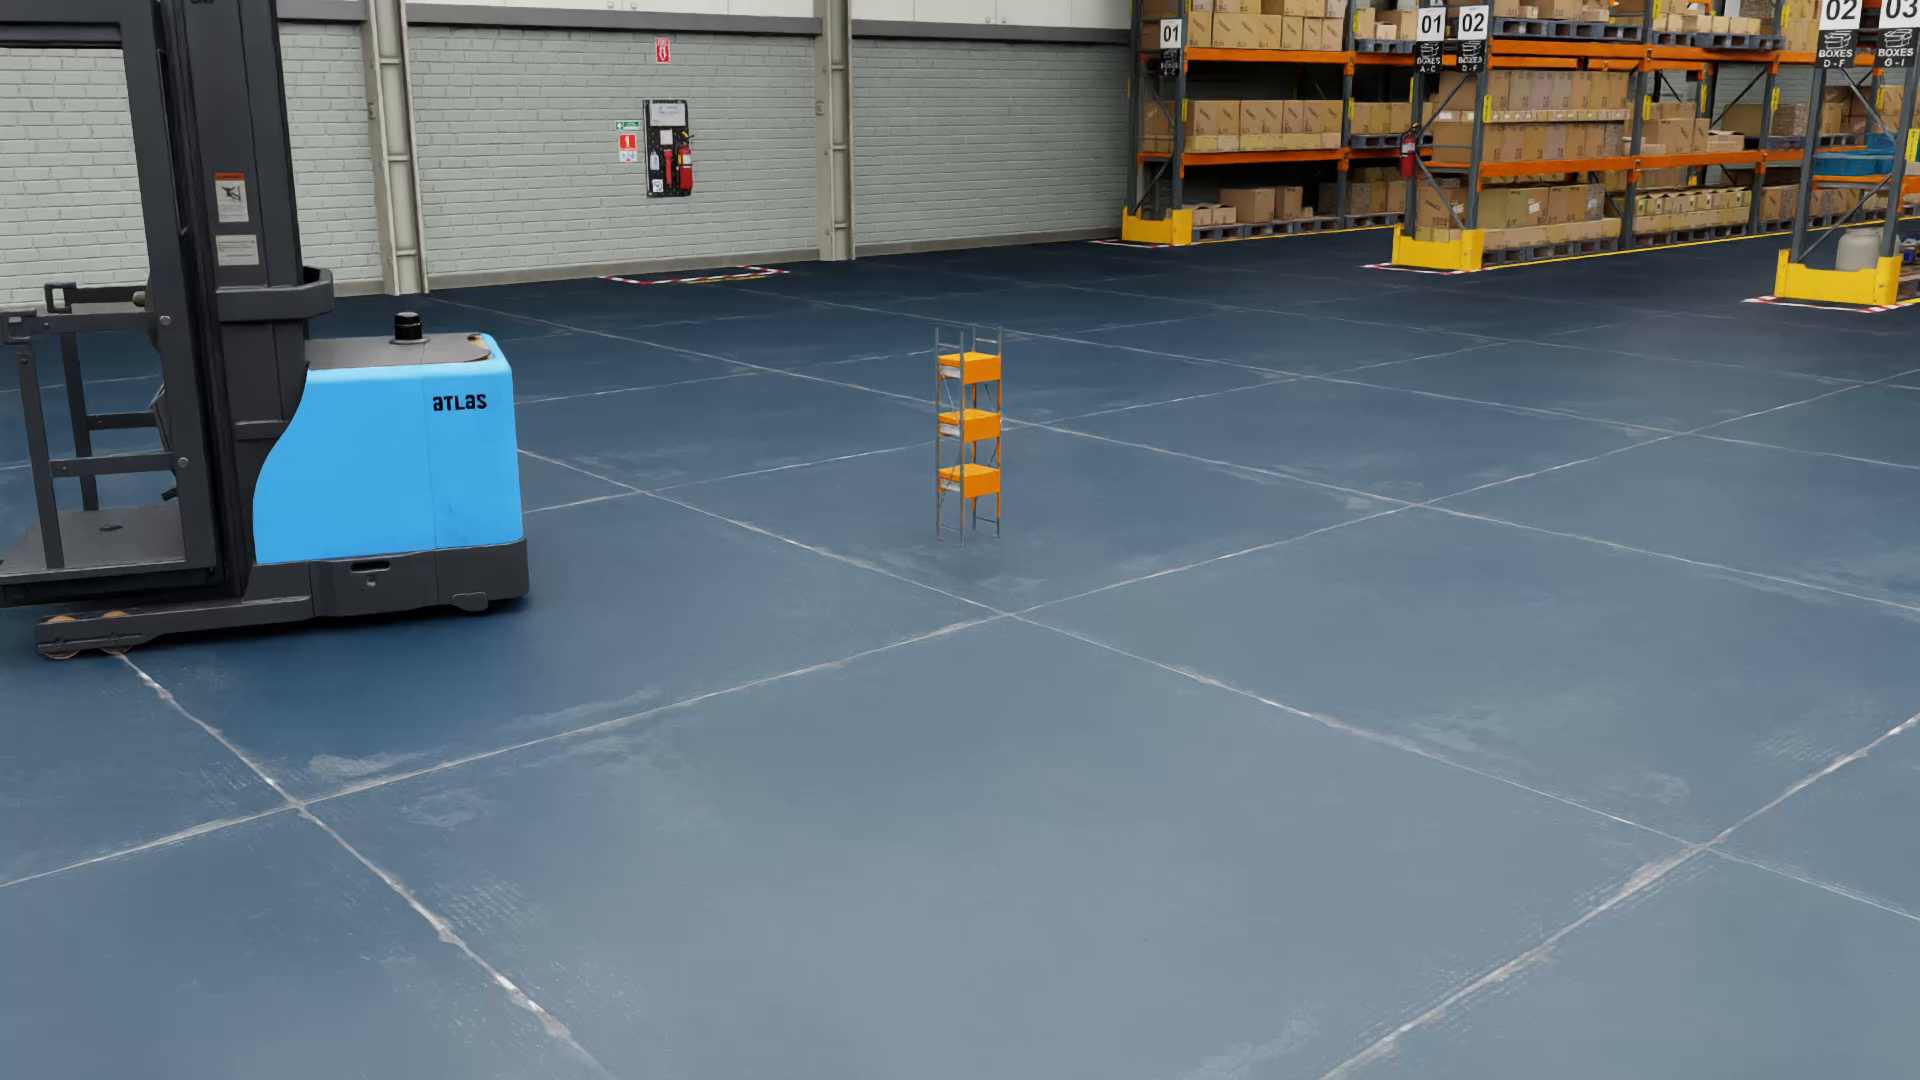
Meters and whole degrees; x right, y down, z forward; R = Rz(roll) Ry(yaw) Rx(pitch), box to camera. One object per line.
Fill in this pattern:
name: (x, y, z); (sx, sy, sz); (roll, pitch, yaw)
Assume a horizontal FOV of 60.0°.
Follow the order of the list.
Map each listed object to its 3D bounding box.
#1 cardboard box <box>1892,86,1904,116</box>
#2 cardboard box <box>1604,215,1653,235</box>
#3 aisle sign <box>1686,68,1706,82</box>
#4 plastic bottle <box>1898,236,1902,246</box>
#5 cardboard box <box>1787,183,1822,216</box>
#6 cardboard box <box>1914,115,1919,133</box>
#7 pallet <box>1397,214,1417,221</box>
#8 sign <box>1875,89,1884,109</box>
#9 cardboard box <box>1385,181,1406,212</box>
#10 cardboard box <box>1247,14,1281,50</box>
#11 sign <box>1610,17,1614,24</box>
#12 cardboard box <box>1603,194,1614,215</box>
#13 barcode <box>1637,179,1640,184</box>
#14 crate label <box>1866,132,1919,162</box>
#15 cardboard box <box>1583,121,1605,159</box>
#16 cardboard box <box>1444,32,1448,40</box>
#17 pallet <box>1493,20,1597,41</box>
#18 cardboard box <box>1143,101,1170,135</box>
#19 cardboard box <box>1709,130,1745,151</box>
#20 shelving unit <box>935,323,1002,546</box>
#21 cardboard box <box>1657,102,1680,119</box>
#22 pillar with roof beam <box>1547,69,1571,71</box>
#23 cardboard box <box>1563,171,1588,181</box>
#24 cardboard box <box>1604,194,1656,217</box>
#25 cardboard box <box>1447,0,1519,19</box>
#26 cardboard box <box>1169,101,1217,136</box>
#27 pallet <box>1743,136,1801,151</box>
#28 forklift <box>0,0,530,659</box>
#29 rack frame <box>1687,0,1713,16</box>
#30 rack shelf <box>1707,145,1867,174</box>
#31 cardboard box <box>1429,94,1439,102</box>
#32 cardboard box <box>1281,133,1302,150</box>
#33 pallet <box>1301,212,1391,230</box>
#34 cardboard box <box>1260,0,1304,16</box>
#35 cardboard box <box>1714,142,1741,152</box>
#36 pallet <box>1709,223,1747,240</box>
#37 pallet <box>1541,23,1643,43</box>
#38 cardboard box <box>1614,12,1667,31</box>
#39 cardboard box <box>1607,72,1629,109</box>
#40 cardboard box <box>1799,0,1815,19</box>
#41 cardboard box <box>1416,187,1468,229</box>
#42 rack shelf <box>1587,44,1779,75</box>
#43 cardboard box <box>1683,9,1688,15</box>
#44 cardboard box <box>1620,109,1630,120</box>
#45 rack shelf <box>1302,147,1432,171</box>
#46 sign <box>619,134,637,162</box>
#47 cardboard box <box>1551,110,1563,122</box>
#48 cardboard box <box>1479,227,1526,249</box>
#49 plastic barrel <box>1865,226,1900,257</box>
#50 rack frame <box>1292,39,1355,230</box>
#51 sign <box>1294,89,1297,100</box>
cardboard box: (16.146, -7.666, 29.007); (0.500, 0.500, 0.500); (-13, 20, -41)
cardboard box: (9.649, -4.562, 24.030); (0.500, 0.250, 0.500); (-13, 20, -41)
aisle sign: (15.232, -9.874, 34.364); (0.004, 0.787, 0.394); (-13, 19, -39)
plastic bottle: (11.087, -3.475, 19.728); (0.185, 0.351, 0.144); (-13, 20, -40)
cardboard box: (13.894, -5.634, 27.522); (0.500, 0.500, 0.500); (-14, 20, -41)
cardboard box: (16.926, -7.362, 29.806); (0.500, 0.500, 0.500); (-13, 20, -40)
pallet: (8.355, -5.829, 29.664); (1.213, 0.211, 1.003); (-13, 19, -39)
sign: (15.584, -7.474, 28.176); (0.005, 0.325, 0.100); (-13, 19, -39)
cardboard box: (7.240, -5.940, 28.665); (0.500, 0.500, 0.700); (-12, 19, -39)
cardboard box: (4.534, -7.736, 25.355); (0.500, 0.500, 0.500); (-11, 19, -36)
sign: (12.326, -9.733, 31.452); (0.005, 0.325, 0.100); (-13, 19, -39)
cardboard box: (9.300, -4.937, 24.348); (0.500, 0.311, 0.500); (-13, 19, -39)
barcode: (9.648, -5.098, 23.654); (0.075, 0.075, 0.001); (-13, 19, -39)
crate label: (10.625, -4.406, 18.865); (0.616, 0.435, 0.502); (-13, 19, -39)
cardboard box: (8.458, -5.548, 23.016); (0.500, 0.500, 0.700); (-13, 20, -40)
cardboard box: (7.906, -8.616, 28.641); (0.637, 0.503, 0.797); (-9, 18, -32)
pallet: (7.636, -6.719, 21.949); (1.213, 0.211, 1.003); (-13, 19, -39)
cardboard box: (3.126, -6.374, 25.099); (0.500, 0.500, 0.500); (-13, 20, -40)
cardboard box: (11.897, -6.249, 26.004); (0.500, 0.311, 0.500); (-11, 19, -36)
shelving unit: (0.040, -0.516, 8.148); (0.252, 1.050, 0.215); (-13, 19, -39)
cardboard box: (14.061, -8.595, 34.034); (0.700, 0.700, 0.980); (-13, 20, -40)
pillar with roof beam: (14.749, -10.333, 29.498); (0.400, 9.000, 9.100); (-13, 19, -39)
cardboard box: (11.558, -7.015, 32.052); (0.750, 0.750, 0.750); (-12, 19, -39)
cardboard box: (9.658, -4.834, 23.963); (0.500, 0.311, 0.500); (-13, 19, -39)
cardboard box: (6.601, -6.856, 21.006); (0.637, 0.503, 0.797); (-11, 18, -36)
cardboard box: (3.468, -6.275, 24.729); (0.500, 0.500, 0.500); (-13, 19, -39)
pallet: (12.665, -6.381, 26.697); (1.003, 0.211, 1.213); (-13, 19, -39)
forklift: (-3.422, -1.103, 6.699); (3.031, 2.935, 1.130); (-5, 16, -19)
rack frame: (14.980, -11.562, 34.098); (0.127, 3.000, 1.000); (-13, 19, -39)
rack shelf: (13.709, -6.336, 27.552); (4.000, 0.370, 1.077); (-13, 19, -39)
cardboard box: (8.472, -7.761, 29.190); (0.380, 0.149, 0.250); (12, 19, 38)
cardboard box: (5.019, -6.258, 26.117); (0.500, 0.250, 0.500); (-13, 20, -40)
pallet: (6.514, -5.416, 28.117); (1.213, 0.211, 1.003); (-13, 19, -39)
cardboard box: (4.934, -8.298, 25.521); (0.500, 0.500, 0.500); (-14, 20, -41)
cardboard box: (11.703, -6.017, 25.451); (0.250, 0.149, 0.380); (-13, 19, -39)
pallet: (11.553, -4.866, 26.057); (1.213, 0.211, 1.003); (-13, 19, -39)
pallet: (8.556, -6.924, 22.719); (1.213, 0.211, 1.003); (-13, 19, -39)
cardboard box: (9.653, -7.349, 23.616); (0.500, 0.250, 0.500); (-10, 18, -34)
cardboard box: (8.852, -6.266, 23.188); (0.500, 0.500, 0.700); (-13, 19, -39)
cardboard box: (13.303, -8.571, 26.581); (0.500, 0.500, 0.500); (-13, 19, -39)
cardboard box: (6.374, -4.375, 21.878); (0.500, 0.500, 0.500); (-13, 19, -39)
rack shelf: (10.691, -7.108, 24.628); (4.000, 0.370, 1.077); (-13, 19, -39)
cardboard box: (14.223, -10.394, 33.368); (0.500, 0.500, 0.500); (-12, 19, -38)
cardboard box: (9.118, -5.941, 23.229); (0.250, 0.149, 0.380); (-13, 20, -39)
rack shelf: (7.437, -6.622, 28.623); (4.000, 0.370, 1.077); (-13, 19, -39)
sign: (-4.030, -4.756, 20.175); (0.234, 0.329, 0.001); (-13, 19, -39)
cardboard box: (7.762, -5.636, 22.087); (0.250, 0.149, 0.380); (-12, 19, -39)
cardboard box: (7.090, -3.997, 21.916); (0.500, 0.250, 0.500); (-13, 19, -39)
plastic barrel: (10.238, -3.237, 18.563); (0.421, 0.512, 0.421); (0, 15, 0)
rack frame: (5.928, -6.631, 27.262); (0.127, 3.000, 1.000); (-13, 19, -39)
sign: (5.561, -7.298, 27.515); (0.005, 0.325, 0.100); (-13, 19, -39)
